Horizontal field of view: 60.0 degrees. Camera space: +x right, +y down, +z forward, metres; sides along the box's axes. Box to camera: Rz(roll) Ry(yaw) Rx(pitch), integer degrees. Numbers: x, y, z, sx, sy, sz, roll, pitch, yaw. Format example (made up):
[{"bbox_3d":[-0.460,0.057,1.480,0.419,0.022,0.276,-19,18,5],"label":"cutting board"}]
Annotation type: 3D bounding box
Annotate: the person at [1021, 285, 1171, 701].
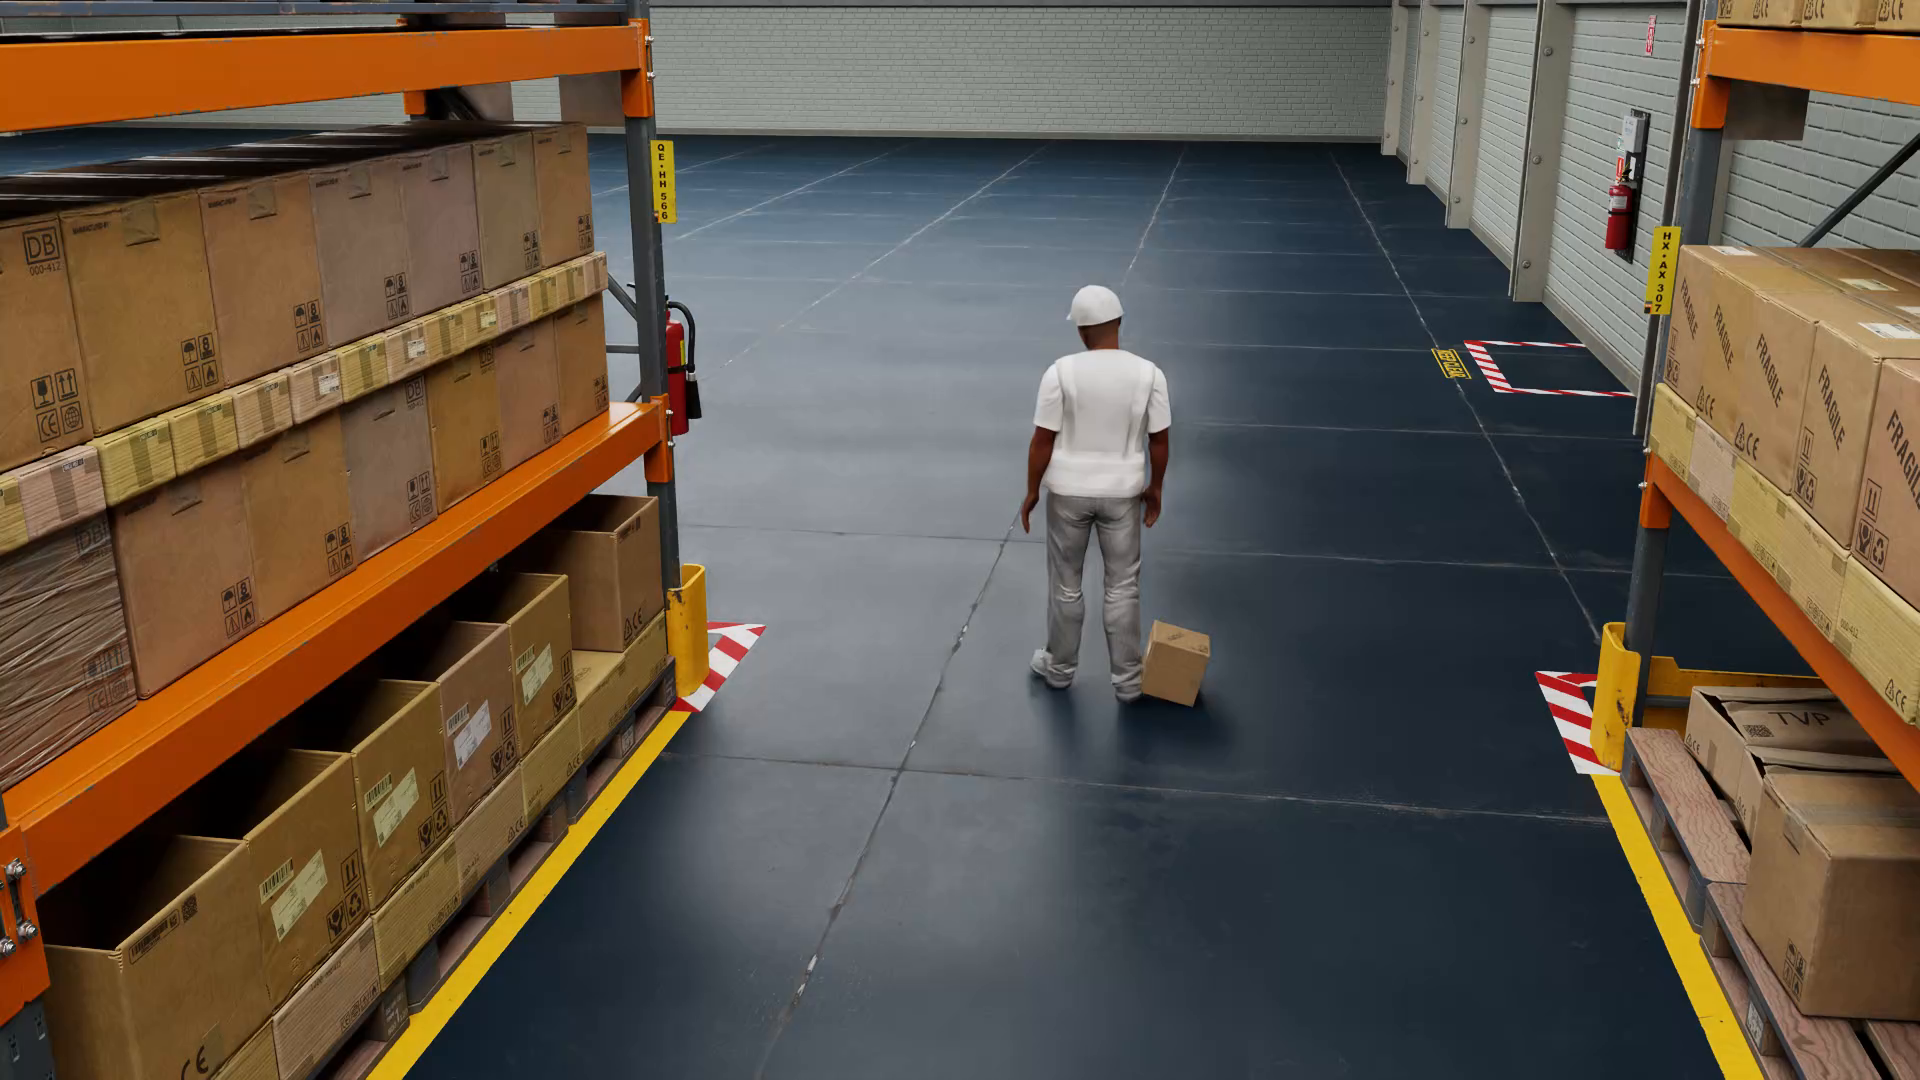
[{"bbox_3d":[0.583,-0.205,7.084,0.652,1.767,0.463,0,18,0],"label":"person"}]
